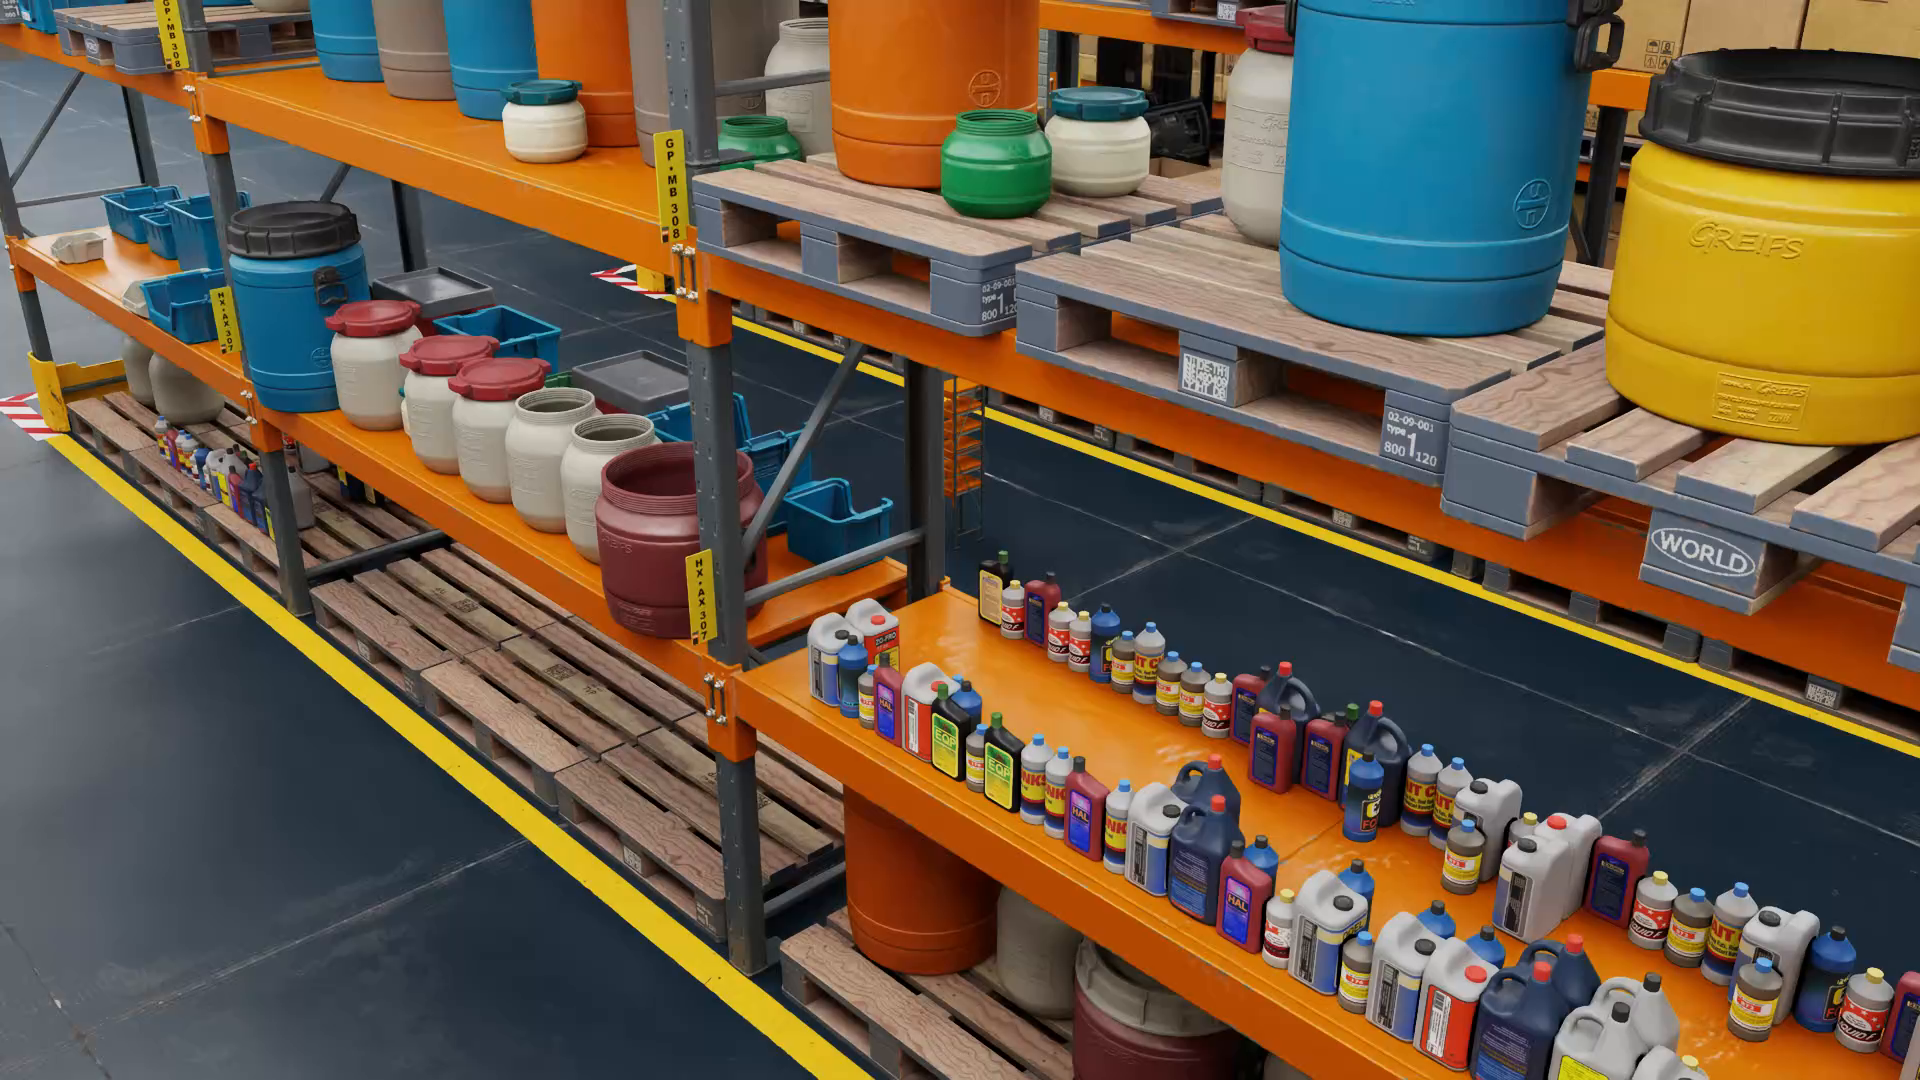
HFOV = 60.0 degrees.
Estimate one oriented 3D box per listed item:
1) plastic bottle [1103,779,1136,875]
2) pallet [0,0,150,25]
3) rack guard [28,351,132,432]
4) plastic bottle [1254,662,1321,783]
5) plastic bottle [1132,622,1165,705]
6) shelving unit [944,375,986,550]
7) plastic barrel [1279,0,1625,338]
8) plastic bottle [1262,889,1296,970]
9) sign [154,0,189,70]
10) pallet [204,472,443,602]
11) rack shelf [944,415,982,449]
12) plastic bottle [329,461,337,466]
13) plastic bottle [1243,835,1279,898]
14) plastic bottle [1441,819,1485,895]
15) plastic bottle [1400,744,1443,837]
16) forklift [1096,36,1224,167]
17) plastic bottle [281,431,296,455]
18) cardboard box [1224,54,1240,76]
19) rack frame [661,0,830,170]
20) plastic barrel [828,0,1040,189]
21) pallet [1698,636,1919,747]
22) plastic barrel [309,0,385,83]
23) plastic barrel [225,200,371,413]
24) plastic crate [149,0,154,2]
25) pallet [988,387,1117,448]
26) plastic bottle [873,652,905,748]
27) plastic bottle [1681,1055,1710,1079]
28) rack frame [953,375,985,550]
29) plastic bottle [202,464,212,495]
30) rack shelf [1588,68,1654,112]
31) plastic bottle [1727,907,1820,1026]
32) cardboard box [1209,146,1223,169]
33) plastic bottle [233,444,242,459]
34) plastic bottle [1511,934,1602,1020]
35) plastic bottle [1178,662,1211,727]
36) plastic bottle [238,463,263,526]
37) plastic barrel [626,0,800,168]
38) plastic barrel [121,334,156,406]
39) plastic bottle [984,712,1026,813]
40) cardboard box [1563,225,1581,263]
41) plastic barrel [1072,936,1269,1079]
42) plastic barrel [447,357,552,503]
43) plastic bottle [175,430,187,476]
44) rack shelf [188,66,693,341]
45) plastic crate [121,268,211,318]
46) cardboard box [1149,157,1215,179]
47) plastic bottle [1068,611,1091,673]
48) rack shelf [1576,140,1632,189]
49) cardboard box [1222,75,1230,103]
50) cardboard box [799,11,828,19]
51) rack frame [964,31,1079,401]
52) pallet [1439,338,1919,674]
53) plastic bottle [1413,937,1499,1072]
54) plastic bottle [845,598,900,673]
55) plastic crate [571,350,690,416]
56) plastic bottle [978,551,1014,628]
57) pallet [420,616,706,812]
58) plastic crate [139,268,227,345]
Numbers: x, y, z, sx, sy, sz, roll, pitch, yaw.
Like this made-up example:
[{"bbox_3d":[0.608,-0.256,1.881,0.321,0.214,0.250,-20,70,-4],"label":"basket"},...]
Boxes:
[{"bbox_3d":[0.448,0.782,4.578,0.097,0.271,0.097,0,25,0],"label":"plastic bottle"},{"bbox_3d":[-5.434,-3.317,10.020,1.003,0.211,1.213,-21,32,-38],"label":"pallet"},{"bbox_3d":[-5.842,-1.169,11.711,1.175,0.500,0.348,-21,32,-38],"label":"rack guard"},{"bbox_3d":[0.987,0.538,5.017,0.144,0.351,0.185,-21,32,-38],"label":"plastic bottle"},{"bbox_3d":[0.617,0.396,5.424,0.097,0.271,0.097,0,25,0],"label":"plastic bottle"},{"bbox_3d":[-0.010,-0.550,9.511,0.258,1.200,0.189,-21,32,-38],"label":"shelving unit"},{"bbox_3d":[0.995,-0.938,3.468,0.600,0.901,0.708,-21,32,-38],"label":"plastic barrel"},{"bbox_3d":[0.824,0.980,4.227,0.097,0.201,0.097,0,25,0],"label":"plastic bottle"},{"bbox_3d":[-3.604,-2.320,7.598,0.100,0.325,0.005,-21,32,-38],"label":"sign"},{"bbox_3d":[-3.623,-0.051,9.608,1.003,0.211,1.213,-21,32,-38],"label":"pallet"},{"bbox_3d":[-0.010,-0.619,9.479,0.258,0.103,0.180,-21,32,-38],"label":"rack shelf"},{"bbox_3d":[-3.863,-0.648,10.217,0.144,0.351,0.185,-22,32,-39],"label":"plastic bottle"},{"bbox_3d":[0.777,0.891,4.339,0.097,0.271,0.097,0,25,0],"label":"plastic bottle"},{"bbox_3d":[1.365,0.852,4.508,0.097,0.201,0.097,0,25,0],"label":"plastic bottle"},{"bbox_3d":[1.318,0.706,4.743,0.097,0.271,0.097,0,25,0],"label":"plastic bottle"},{"bbox_3d":[1.910,-3.371,13.608,3.031,2.935,1.130,22,32,39],"label":"forklift"},{"bbox_3d":[-4.184,-0.644,10.389,0.097,0.201,0.097,0,25,0],"label":"plastic bottle"},{"bbox_3d":[2.807,-4.558,15.379,0.500,0.500,0.500,-22,33,-40],"label":"cardboard box"},{"bbox_3d":[-0.461,-2.622,4.655,1.000,3.000,0.127,-21,32,-38],"label":"rack frame"},{"bbox_3d":[-0.075,-1.471,4.723,0.600,0.830,0.708,-21,32,-38],"label":"plastic barrel"},{"bbox_3d":[4.470,0.579,8.228,1.003,0.211,1.213,-21,32,-38],"label":"pallet"},{"bbox_3d":[-2.688,-2.605,7.627,0.600,0.901,0.708,-21,32,-38],"label":"plastic barrel"},{"bbox_3d":[-3.152,-1.129,8.008,0.600,0.901,0.708,-21,32,-38],"label":"plastic barrel"},{"bbox_3d":[-4.405,-3.181,9.515,0.392,0.384,0.575,-21,32,-38],"label":"plastic crate"},{"bbox_3d":[0.956,-1.028,11.748,1.003,0.211,1.213,-21,32,-38],"label":"pallet"},{"bbox_3d":[-0.209,0.496,5.190,0.061,0.283,0.133,-21,32,-38],"label":"plastic bottle"},{"bbox_3d":[1.597,1.230,3.678,0.097,0.201,0.097,0,25,0],"label":"plastic bottle"},{"bbox_3d":[0.053,-0.523,9.450,0.240,1.200,0.006,-21,32,-38],"label":"rack frame"},{"bbox_3d":[-4.406,-0.379,9.809,0.097,0.201,0.097,0,25,0],"label":"plastic bottle"},{"bbox_3d":[4.525,-1.728,7.177,1.077,0.370,4.000,-21,32,-38],"label":"rack shelf"},{"bbox_3d":[1.985,1.017,4.057,0.152,0.276,0.135,-21,32,-38],"label":"plastic bottle"},{"bbox_3d":[2.565,-3.545,16.389,0.500,0.500,0.700,21,32,39],"label":"cardboard box"},{"bbox_3d":[-4.228,-0.419,9.797,0.061,0.283,0.133,-21,32,-38],"label":"plastic bottle"},{"bbox_3d":[1.385,1.059,3.874,0.144,0.351,0.185,-21,32,-38],"label":"plastic bottle"},{"bbox_3d":[0.750,0.486,5.309,0.097,0.201,0.097,0,25,0],"label":"plastic bottle"},{"bbox_3d":[-3.976,-0.271,9.391,0.185,0.351,0.144,22,32,39],"label":"plastic bottle"},{"bbox_3d":[-0.863,-1.796,5.854,0.600,0.901,0.600,0,25,0],"label":"plastic barrel"},{"bbox_3d":[-5.423,-1.198,11.253,0.421,0.512,0.421,0,25,0],"label":"plastic barrel"},{"bbox_3d":[0.131,0.647,4.858,0.061,0.283,0.133,-21,32,-38],"label":"plastic bottle"},{"bbox_3d":[5.261,-2.451,13.991,0.700,0.500,0.500,-21,32,-38],"label":"cardboard box"},{"bbox_3d":[0.658,1.499,5.249,0.600,0.588,0.708,-21,32,-38],"label":"plastic barrel"},{"bbox_3d":[-1.903,-0.461,6.982,0.433,0.535,0.433,0,25,0],"label":"plastic barrel"},{"bbox_3d":[-4.682,-0.534,10.063,0.097,0.271,0.097,0,25,0],"label":"plastic bottle"},{"bbox_3d":[-1.828,-1.536,6.755,1.077,0.370,4.000,-21,32,-38],"label":"rack shelf"},{"bbox_3d":[-4.489,-1.405,9.532,0.530,0.136,0.437,-21,32,-38],"label":"plastic crate"},{"bbox_3d":[1.297,-2.157,10.744,0.500,0.500,0.500,-19,30,-35],"label":"cardboard box"},{"bbox_3d":[0.417,0.339,5.632,0.097,0.201,0.097,0,25,0],"label":"plastic bottle"},{"bbox_3d":[5.404,-2.982,13.539,1.077,0.370,4.000,-21,32,-38],"label":"rack shelf"},{"bbox_3d":[2.803,-4.215,15.531,0.500,0.250,0.500,-21,32,-39],"label":"cardboard box"},{"bbox_3d":[-0.913,-3.733,12.635,0.700,0.500,0.500,-21,32,-38],"label":"cardboard box"},{"bbox_3d":[0.424,-2.508,11.635,1.000,3.000,0.127,-21,32,-38],"label":"rack frame"},{"bbox_3d":[1.666,-0.169,3.120,1.213,0.211,1.003,-21,32,-38],"label":"pallet"},{"bbox_3d":[1.174,1.085,3.908,0.152,0.276,0.135,-21,32,-38],"label":"plastic bottle"},{"bbox_3d":[-0.290,0.344,5.532,0.152,0.276,0.135,-21,32,-38],"label":"plastic bottle"},{"bbox_3d":[-1.342,-0.498,7.151,0.402,0.464,0.583,-21,32,-38],"label":"plastic crate"},{"bbox_3d":[0.127,0.162,5.921,0.061,0.283,0.133,-21,32,-38],"label":"plastic bottle"},{"bbox_3d":[-1.791,0.761,7.828,1.003,0.211,1.213,-21,32,-38],"label":"pallet"},{"bbox_3d":[-4.149,-1.295,9.154,0.499,0.251,0.616,-21,32,-38],"label":"plastic crate"}]
